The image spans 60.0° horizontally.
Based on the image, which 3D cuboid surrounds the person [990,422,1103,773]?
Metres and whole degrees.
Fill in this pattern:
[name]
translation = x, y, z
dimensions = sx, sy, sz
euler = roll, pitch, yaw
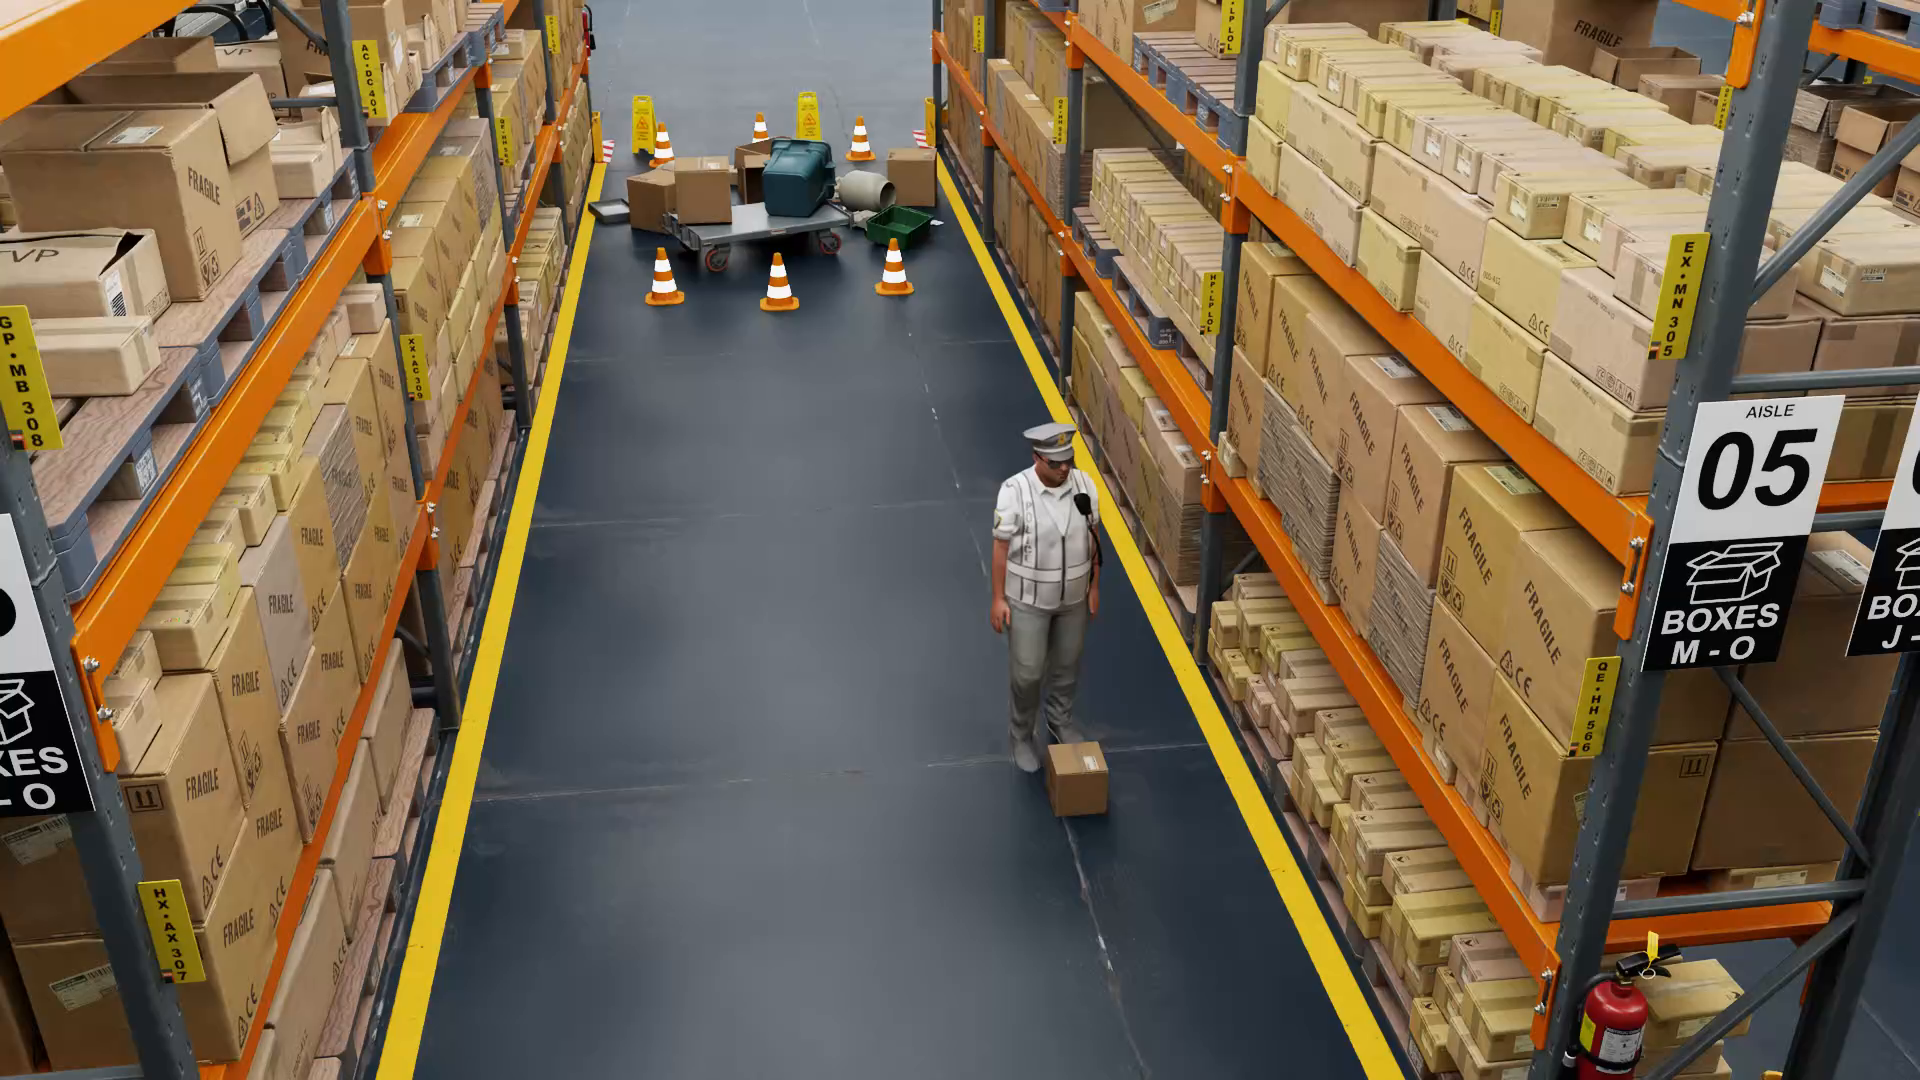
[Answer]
[person]
translation = 0.423, 0.281, 8.072
dimensions = 0.576, 1.817, 0.394
euler = -10, 29, -19
